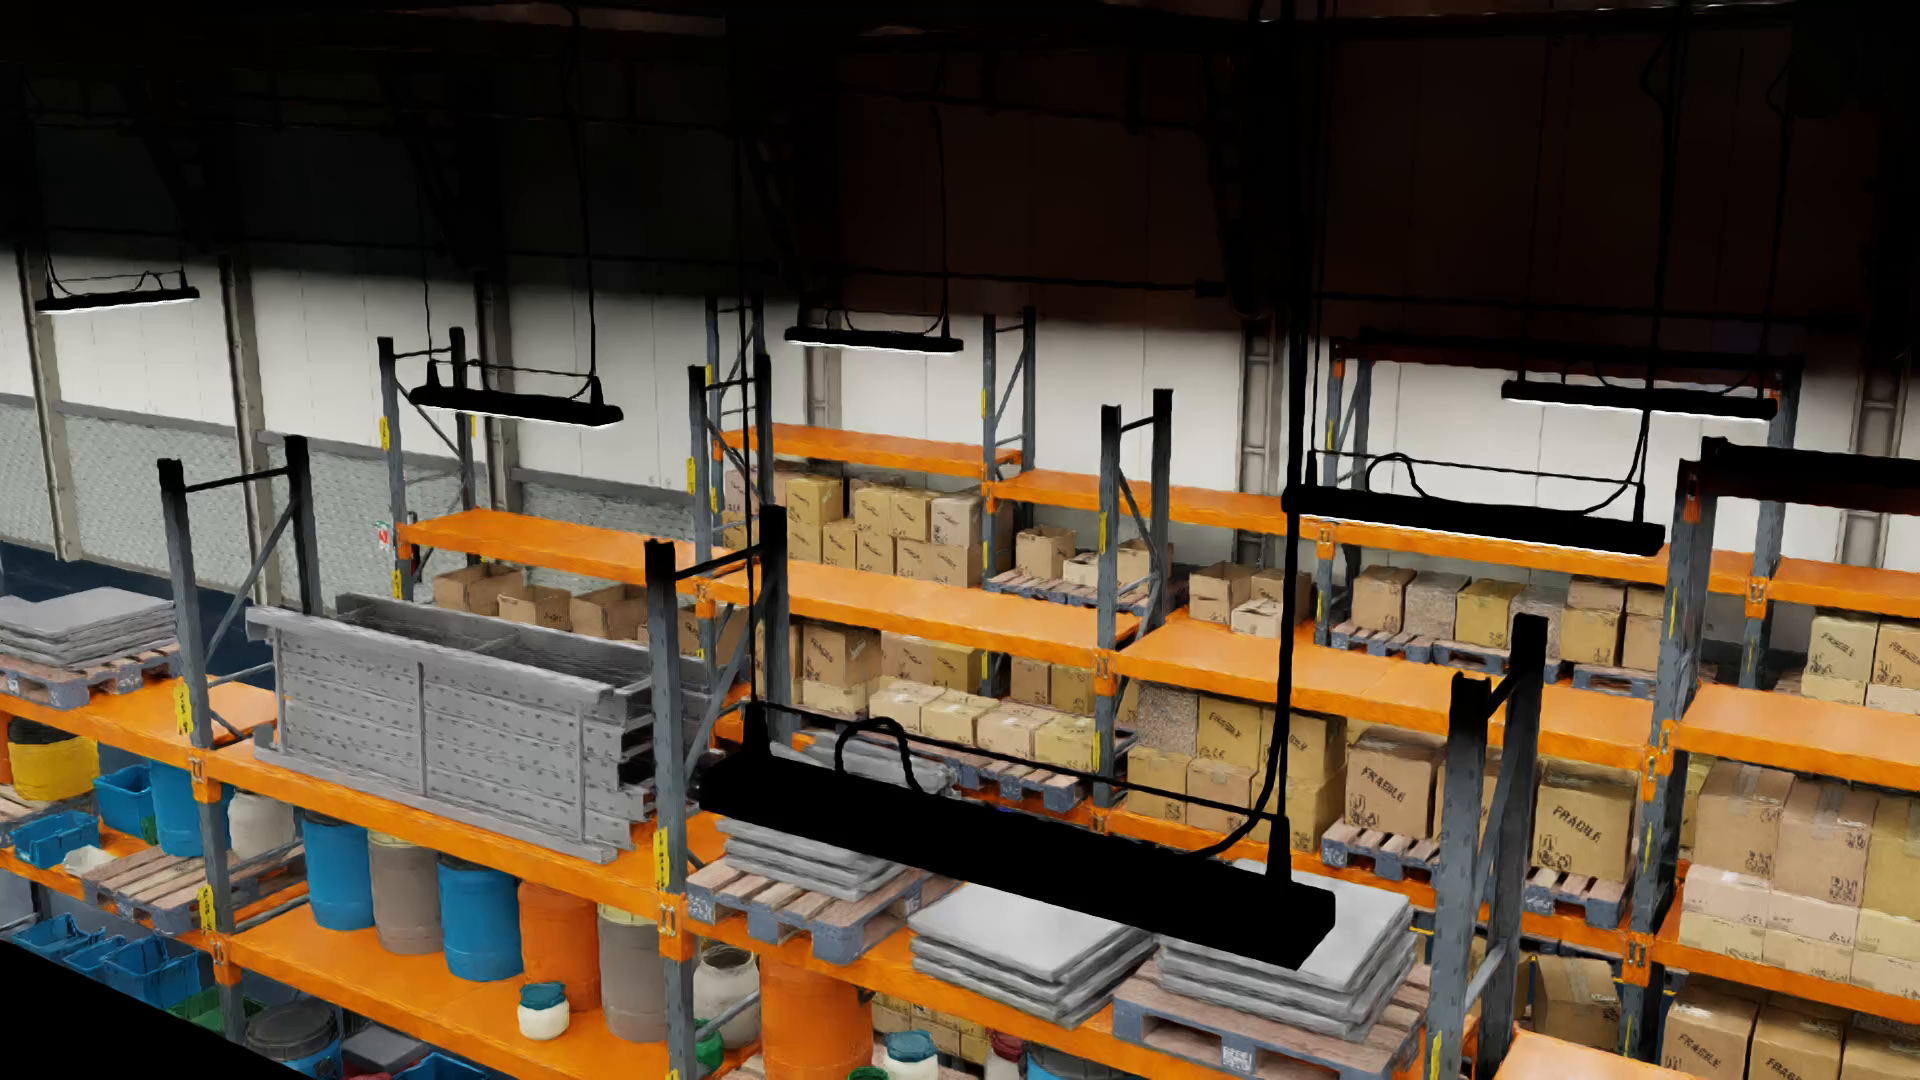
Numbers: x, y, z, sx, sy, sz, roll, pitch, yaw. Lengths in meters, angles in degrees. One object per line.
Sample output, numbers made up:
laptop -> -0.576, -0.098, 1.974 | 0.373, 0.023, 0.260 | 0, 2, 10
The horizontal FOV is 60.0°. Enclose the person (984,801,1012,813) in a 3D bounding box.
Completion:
person -> 0.342, 3.246, 16.651 | 0.499, 1.646, 0.415 | 0, 14, 1
